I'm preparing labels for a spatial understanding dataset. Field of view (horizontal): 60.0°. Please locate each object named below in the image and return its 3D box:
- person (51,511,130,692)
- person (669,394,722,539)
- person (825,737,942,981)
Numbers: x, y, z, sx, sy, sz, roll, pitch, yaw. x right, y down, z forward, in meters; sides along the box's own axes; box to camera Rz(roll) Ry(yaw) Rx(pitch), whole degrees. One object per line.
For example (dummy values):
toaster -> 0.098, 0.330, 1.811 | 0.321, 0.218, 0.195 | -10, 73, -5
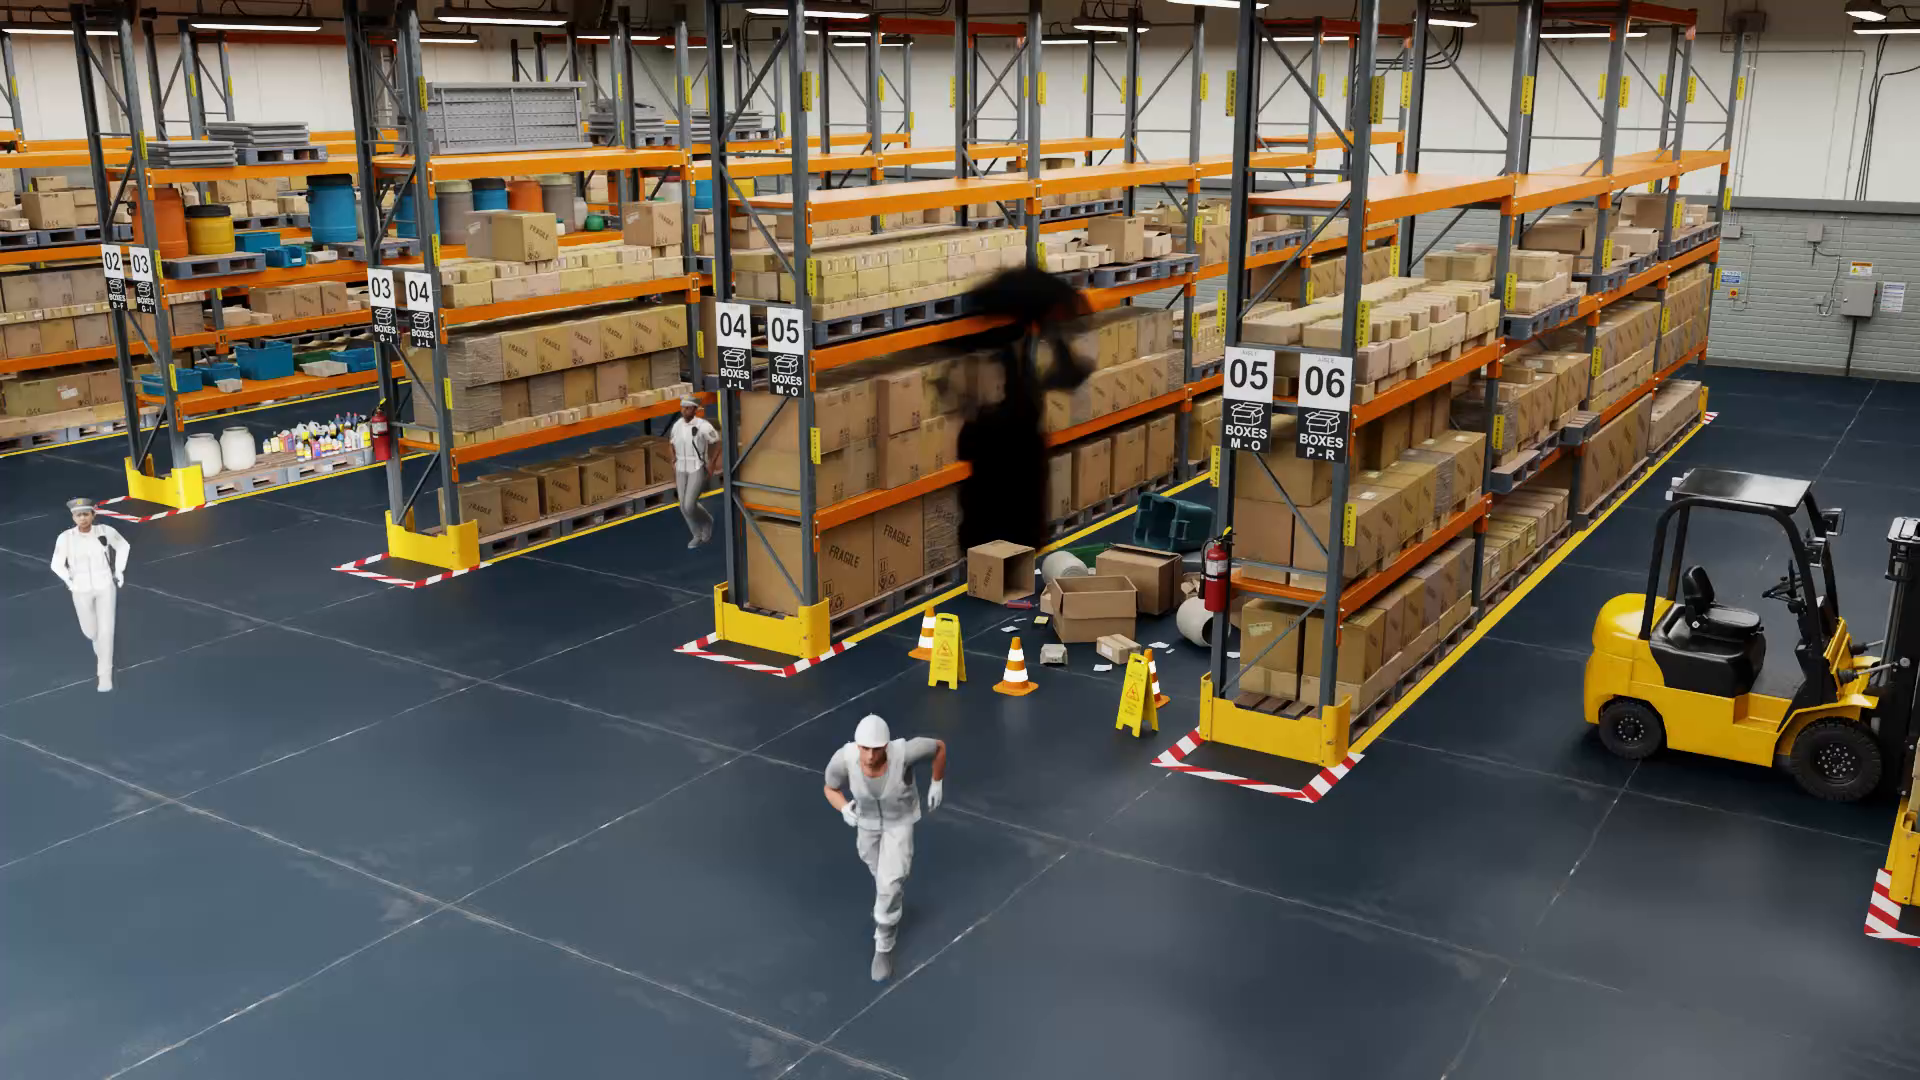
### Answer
person -> -7.606, 0.452, 14.638 | 0.623, 1.667, 0.817 | -7, 17, -23
person -> -2.864, -0.758, 17.638 | 0.569, 1.598, 0.515 | 6, 17, 21
person -> -0.437, 1.821, 9.993 | 0.672, 1.537, 1.007 | 2, 16, 7
